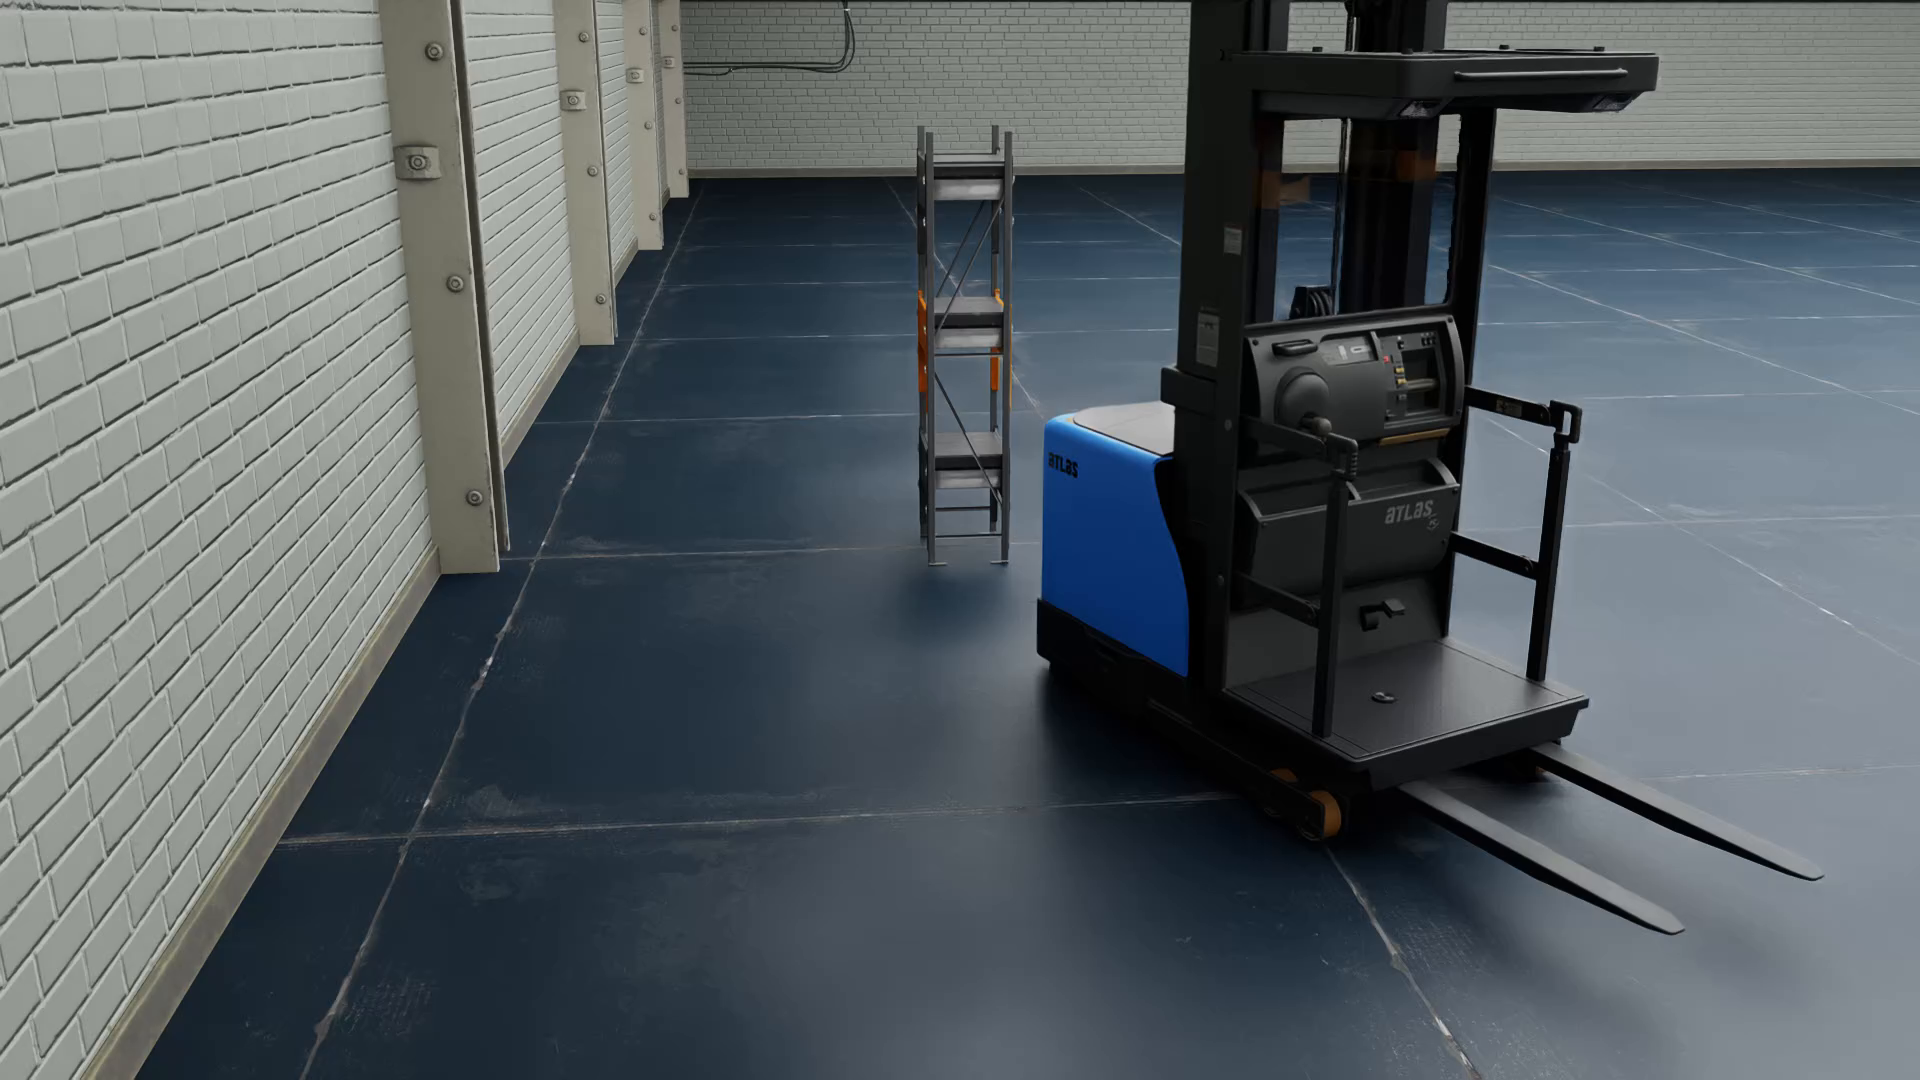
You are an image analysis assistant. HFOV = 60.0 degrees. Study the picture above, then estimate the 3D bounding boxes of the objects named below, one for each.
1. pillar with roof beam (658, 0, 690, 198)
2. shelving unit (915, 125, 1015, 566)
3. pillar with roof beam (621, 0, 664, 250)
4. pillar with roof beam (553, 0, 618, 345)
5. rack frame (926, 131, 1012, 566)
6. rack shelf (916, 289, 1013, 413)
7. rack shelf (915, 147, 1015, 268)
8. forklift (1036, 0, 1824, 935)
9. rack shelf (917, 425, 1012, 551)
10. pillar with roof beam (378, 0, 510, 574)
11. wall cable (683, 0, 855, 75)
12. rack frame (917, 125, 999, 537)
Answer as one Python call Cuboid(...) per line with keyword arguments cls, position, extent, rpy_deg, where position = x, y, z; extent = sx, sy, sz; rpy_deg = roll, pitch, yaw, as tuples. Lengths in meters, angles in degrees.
Cuboid(cls="pillar with roof beam", position=(-0.021, -9.686, 24.507), extent=(9.100, 9.000, 0.400), rpy_deg=(-2, 18, -6))
Cuboid(cls="shelving unit", position=(0.017, -0.952, 8.205), extent=(0.431, 2.100, 0.503), rpy_deg=(-2, 18, -6))
Cuboid(cls="pillar with roof beam", position=(0.598, -7.899, 18.813), extent=(9.100, 9.000, 0.400), rpy_deg=(-2, 18, -6))
Cuboid(cls="pillar with roof beam", position=(1.217, -6.111, 13.119), extent=(9.100, 9.000, 0.400), rpy_deg=(-2, 18, -6))
Cuboid(cls="rack frame", position=(0.042, -0.880, 7.974), extent=(0.400, 2.100, 0.015), rpy_deg=(-2, 18, -6))
Cuboid(cls="rack shelf", position=(0.017, -0.939, 8.210), extent=(0.431, 0.518, 0.480), rpy_deg=(-2, 18, -6))
Cuboid(cls="rack shelf", position=(0.017, -1.607, 8.000), extent=(0.431, 0.518, 0.480), rpy_deg=(-2, 18, -6))
Cuboid(cls="forklift", position=(1.482, -0.558, 5.562), extent=(1.130, 2.935, 3.031), rpy_deg=(-10, 20, -28))
Cuboid(cls="rack shelf", position=(0.017, -0.272, 8.419), extent=(0.431, 0.518, 0.480), rpy_deg=(-2, 18, -6))
Cuboid(cls="pillar with roof beam", position=(1.835, -4.323, 7.425), extent=(9.100, 9.000, 0.400), rpy_deg=(-2, 18, -6))
Cuboid(cls="wall cable", position=(-3.292, -8.990, 27.474), extent=(3.097, 2.526, 0.112), rpy_deg=(-2, 18, -6))
Cuboid(cls="rack frame", position=(-0.008, -1.025, 8.437), extent=(0.400, 2.100, 0.015), rpy_deg=(-2, 18, -6))
